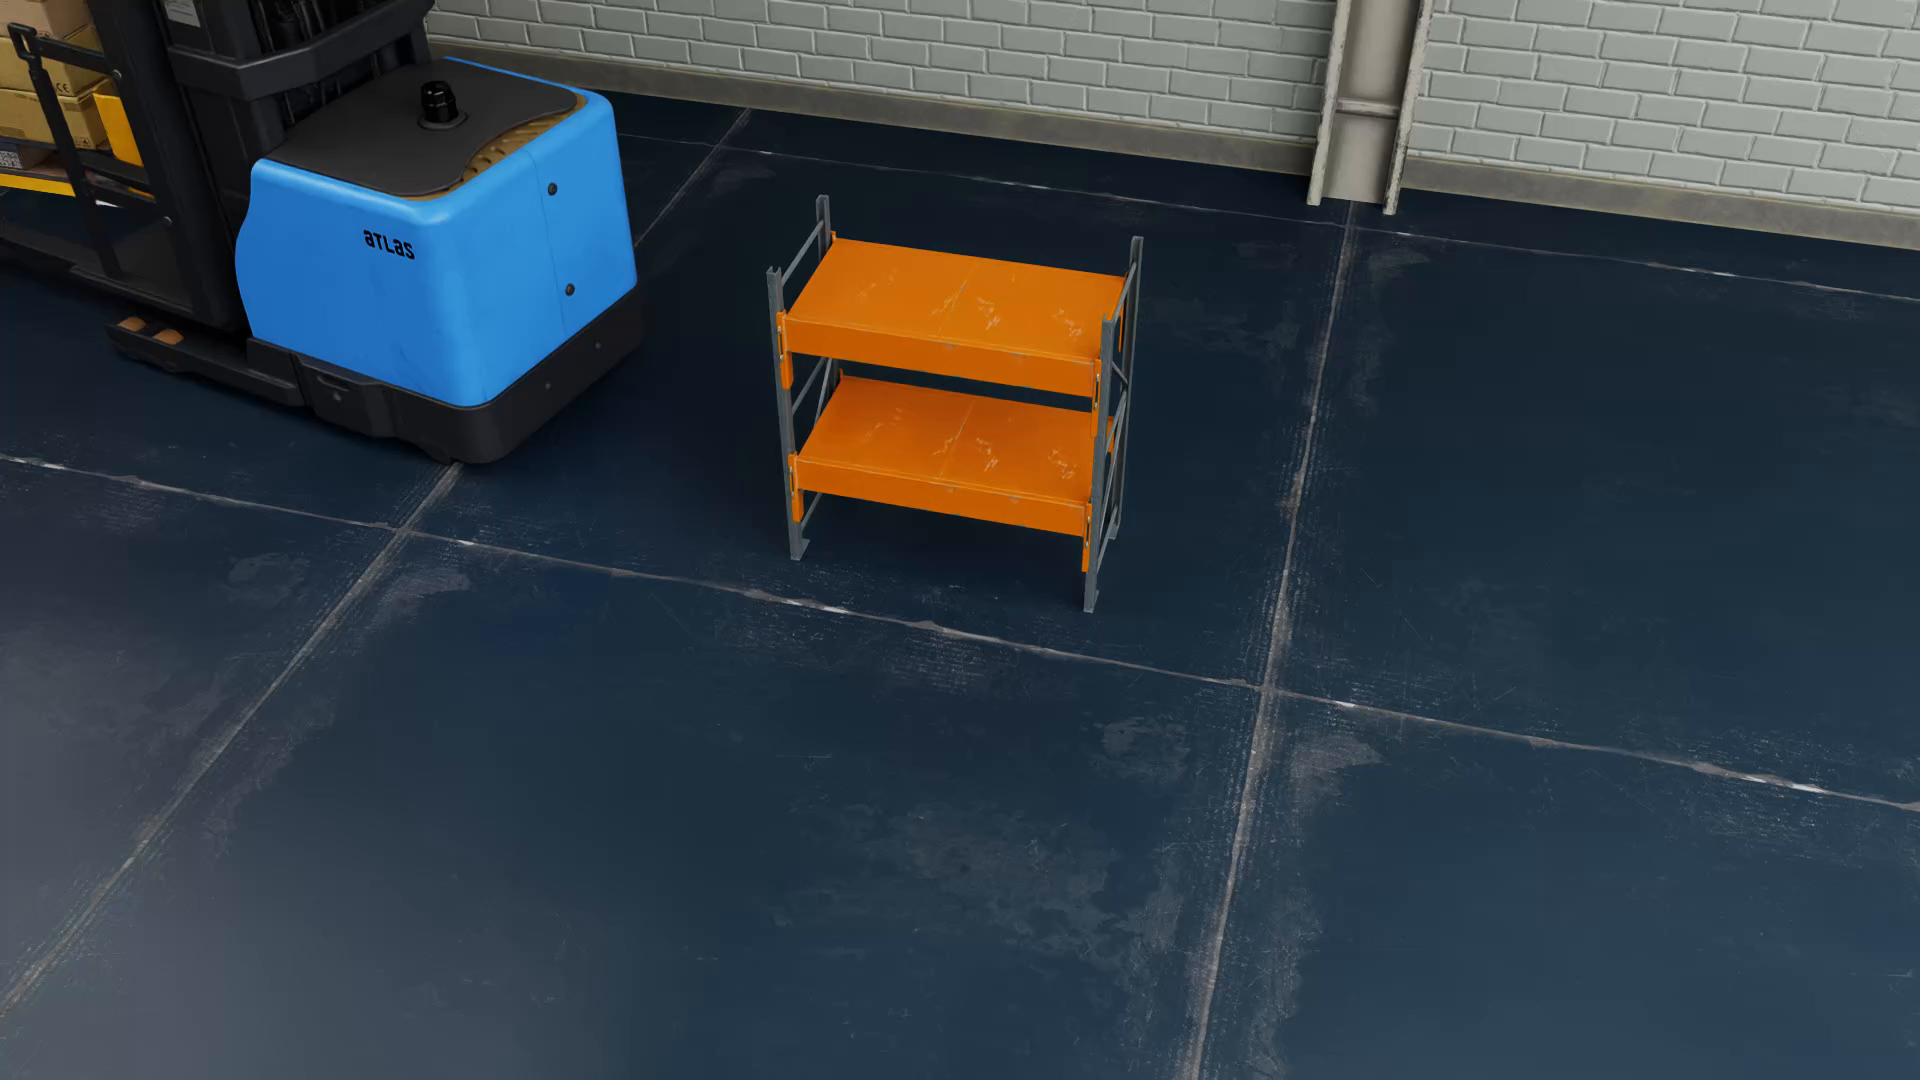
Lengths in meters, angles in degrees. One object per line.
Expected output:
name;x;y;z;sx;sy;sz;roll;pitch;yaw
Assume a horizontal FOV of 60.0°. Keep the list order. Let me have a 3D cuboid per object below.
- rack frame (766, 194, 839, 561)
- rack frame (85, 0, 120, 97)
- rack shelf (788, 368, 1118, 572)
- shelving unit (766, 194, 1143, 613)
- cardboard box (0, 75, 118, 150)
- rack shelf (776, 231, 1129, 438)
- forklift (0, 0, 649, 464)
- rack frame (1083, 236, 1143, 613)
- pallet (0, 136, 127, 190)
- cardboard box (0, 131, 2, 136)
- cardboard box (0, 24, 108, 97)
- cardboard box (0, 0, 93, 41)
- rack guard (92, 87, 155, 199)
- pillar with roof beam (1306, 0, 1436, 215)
rack frame;-0.498;-0.516;5.490;0.032;1.125;0.500;10;41;11
rack frame;-3.548;-3.063;7.065;0.127;3.000;1.000;10;41;11
rack shelf;-0.007;-0.245;5.547;1.000;0.278;0.538;10;41;11
shelving unit;-0.007;-0.432;5.390;1.048;1.125;0.538;10;41;11
cardboard box;-4.084;-2.053;7.673;0.500;0.250;0.500;10;41;12
rack shelf;-0.007;-0.656;5.201;1.000;0.278;0.538;10;41;11
forklift;-2.787;-2.063;5.927;3.031;2.935;1.130;18;43;21
rack frame;0.485;-0.347;5.289;0.032;1.125;0.500;10;41;11
pallet;-4.298;-2.096;8.082;1.213;0.211;1.003;10;41;11
cardboard box;-4.562;-2.141;7.779;0.500;0.250;0.500;10;41;11
cardboard box;-4.099;-2.249;7.518;0.500;0.250;0.500;9;41;11
cardboard box;-4.074;-2.437;7.353;0.500;0.250;0.500;11;41;13
rack guard;-3.525;-2.102;7.864;0.348;0.500;1.175;10;41;11
pillar with roof beam;0.696;-2.364;1.568;0.400;9.000;9.100;10;41;11
